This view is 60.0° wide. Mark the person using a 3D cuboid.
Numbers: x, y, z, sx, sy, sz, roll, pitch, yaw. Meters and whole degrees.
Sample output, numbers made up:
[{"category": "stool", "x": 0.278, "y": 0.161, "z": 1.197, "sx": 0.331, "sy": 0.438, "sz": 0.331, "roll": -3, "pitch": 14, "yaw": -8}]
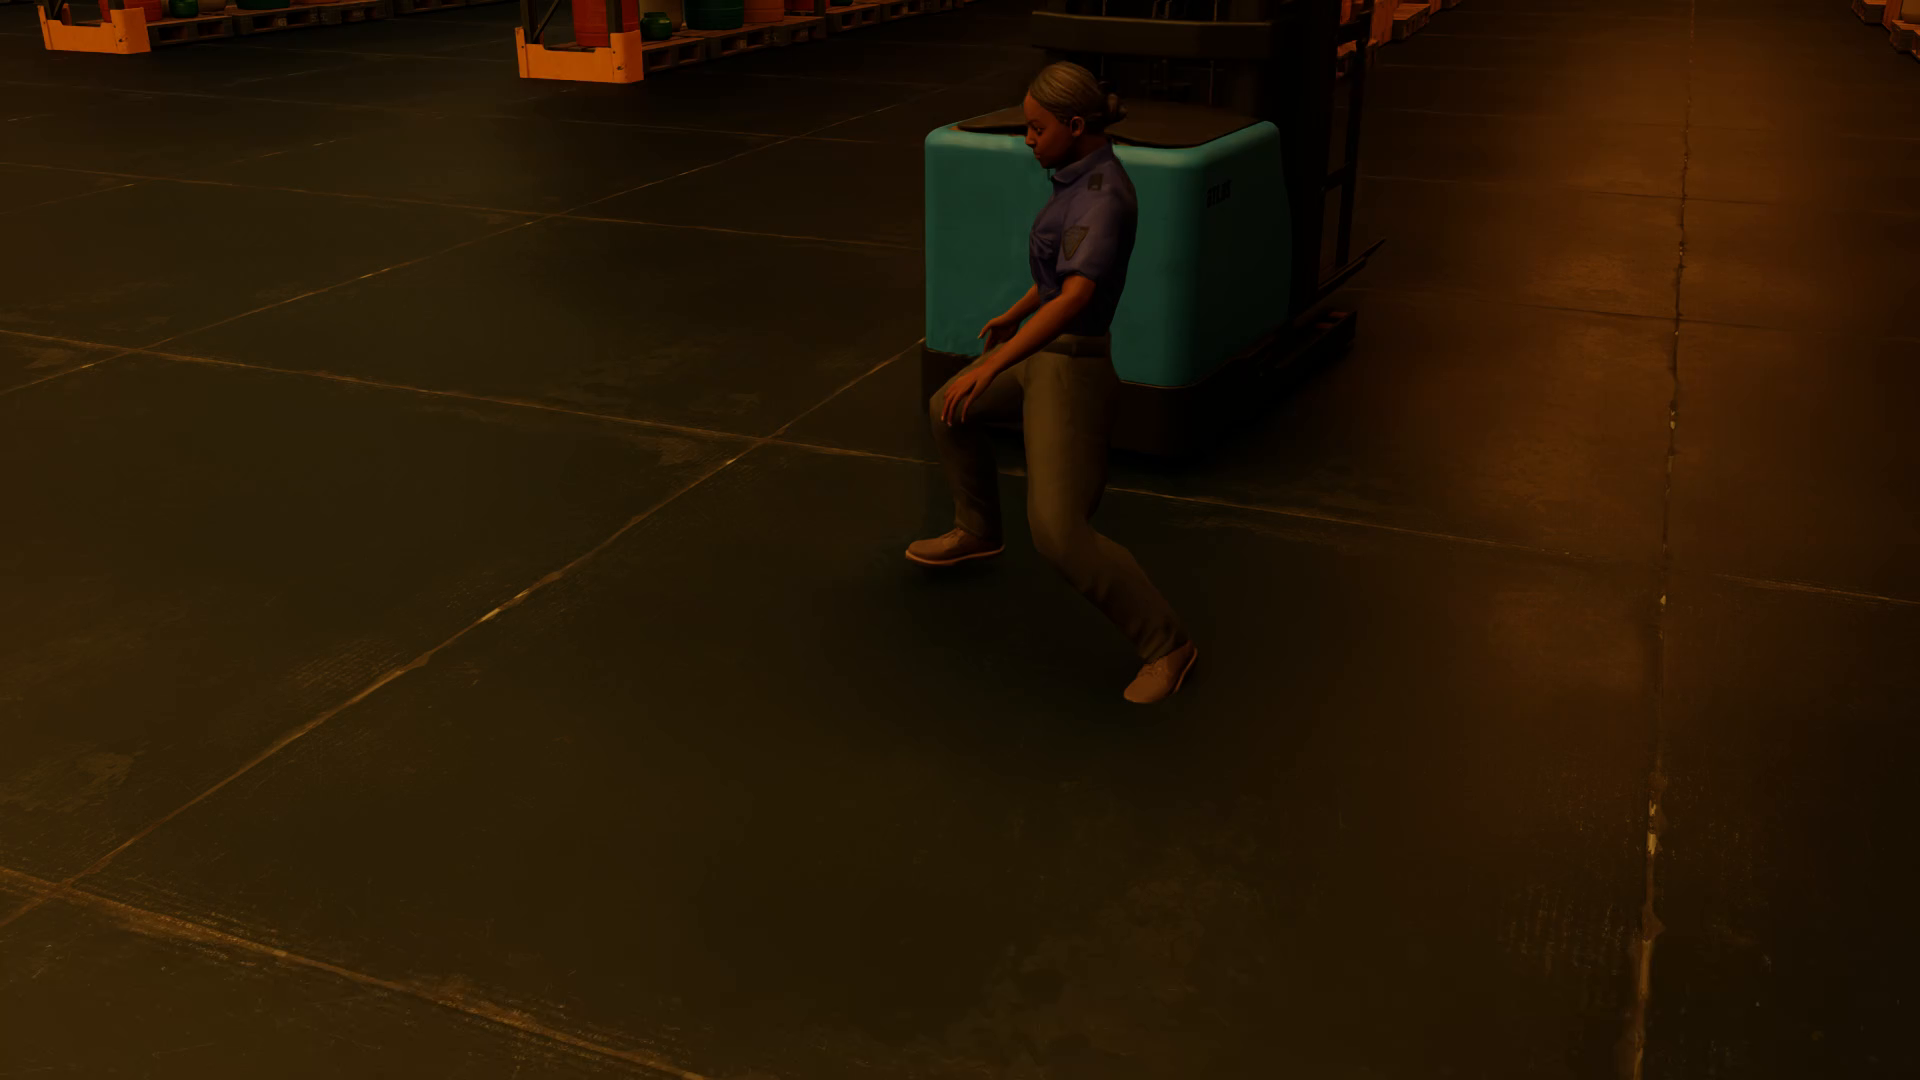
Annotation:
[{"category": "person", "x": 0.229, "y": -0.428, "z": 4.231, "sx": 0.783, "sy": 1.529, "sz": 0.906, "roll": 0, "pitch": 23, "yaw": 1}]

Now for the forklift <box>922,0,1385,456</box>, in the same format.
[{"category": "forklift", "x": 1.018, "y": -2.160, "z": 6.460, "sx": 1.130, "sy": 2.935, "sz": 3.031, "roll": 12, "pitch": 26, "yaw": 27}]
